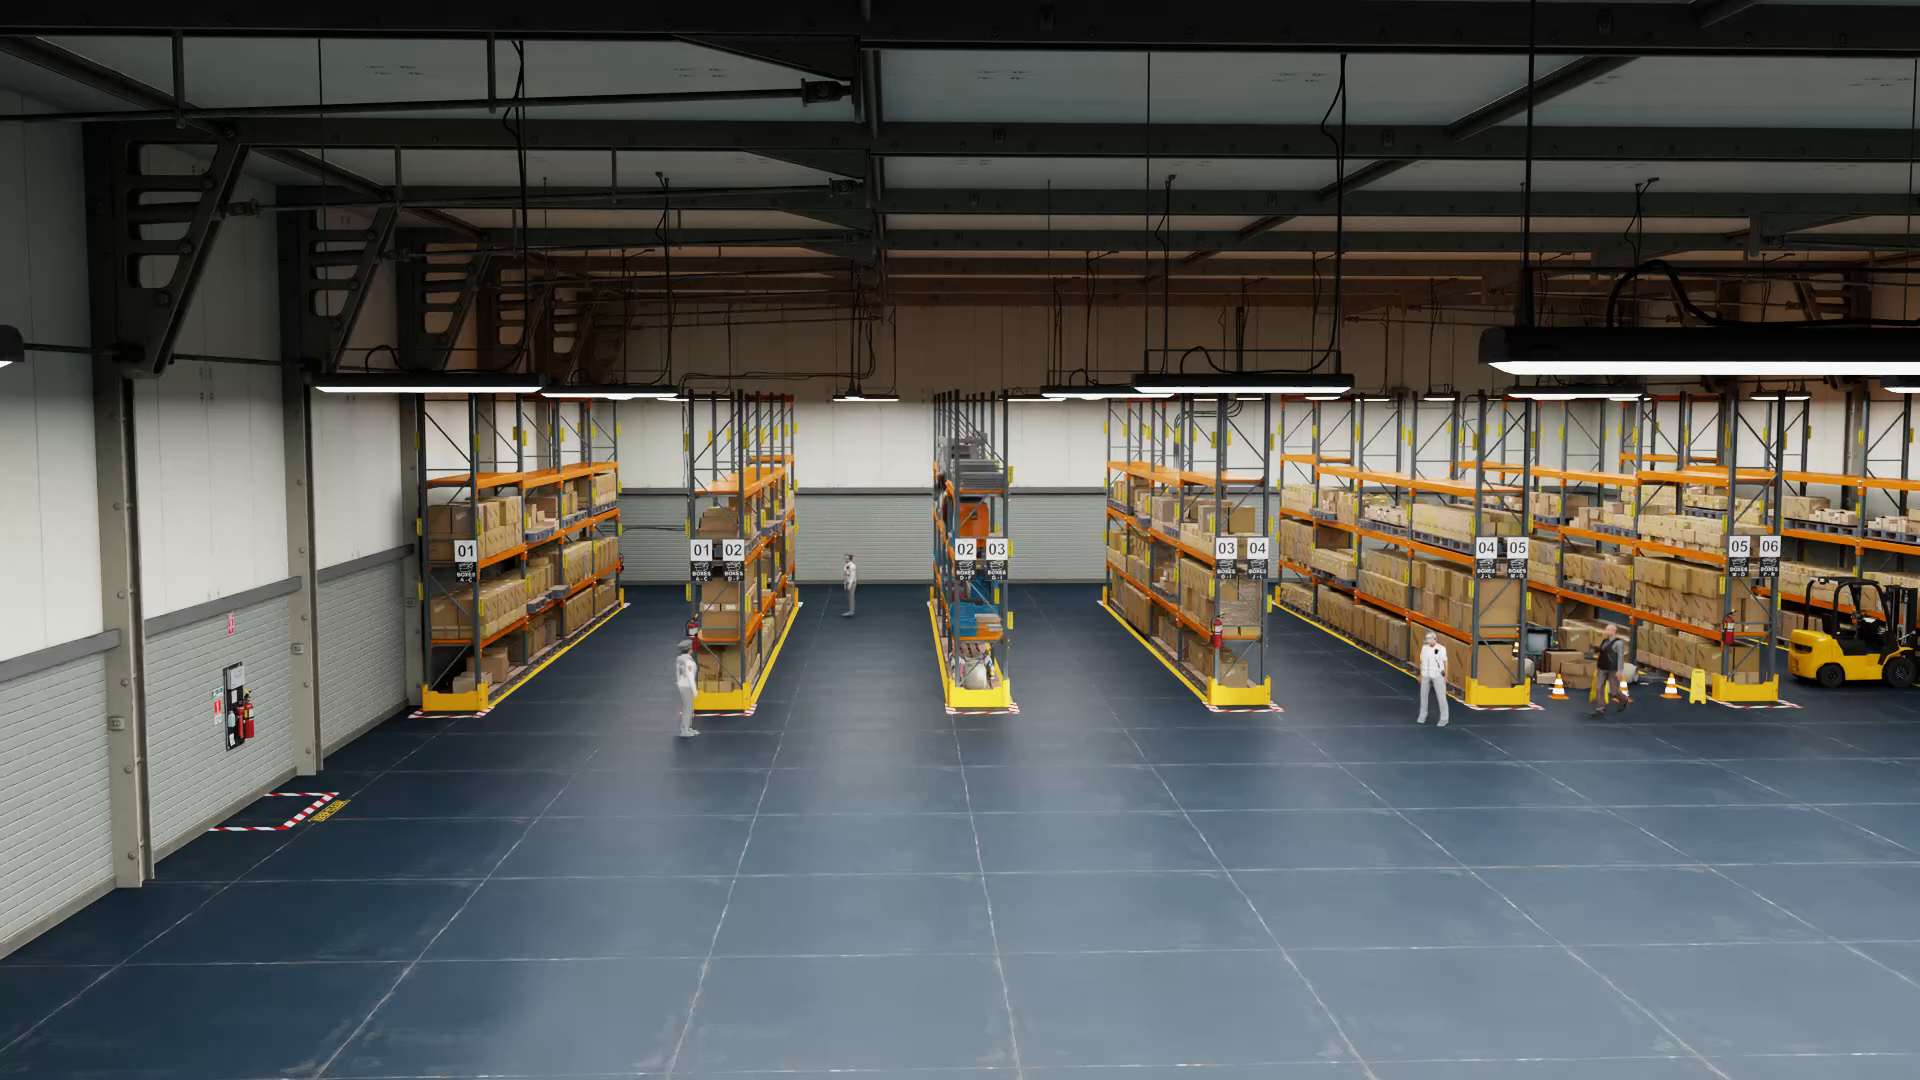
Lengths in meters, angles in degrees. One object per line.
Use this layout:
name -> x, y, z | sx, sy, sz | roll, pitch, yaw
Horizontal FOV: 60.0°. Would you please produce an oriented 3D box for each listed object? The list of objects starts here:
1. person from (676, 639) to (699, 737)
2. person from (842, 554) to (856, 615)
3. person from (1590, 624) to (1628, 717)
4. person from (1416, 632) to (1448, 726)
person -> -4.699, 2.552, 28.701 | 0.380, 1.692, 0.521 | -1, 5, -15
person -> -3.017, 1.203, 45.059 | 0.383, 1.687, 0.498 | -3, 5, -31
person -> 11.950, 2.387, 30.449 | 0.762, 1.701, 0.526 | -4, 6, -42
person -> 8.470, 2.466, 29.807 | 0.568, 1.658, 0.436 | 4, 6, 39
